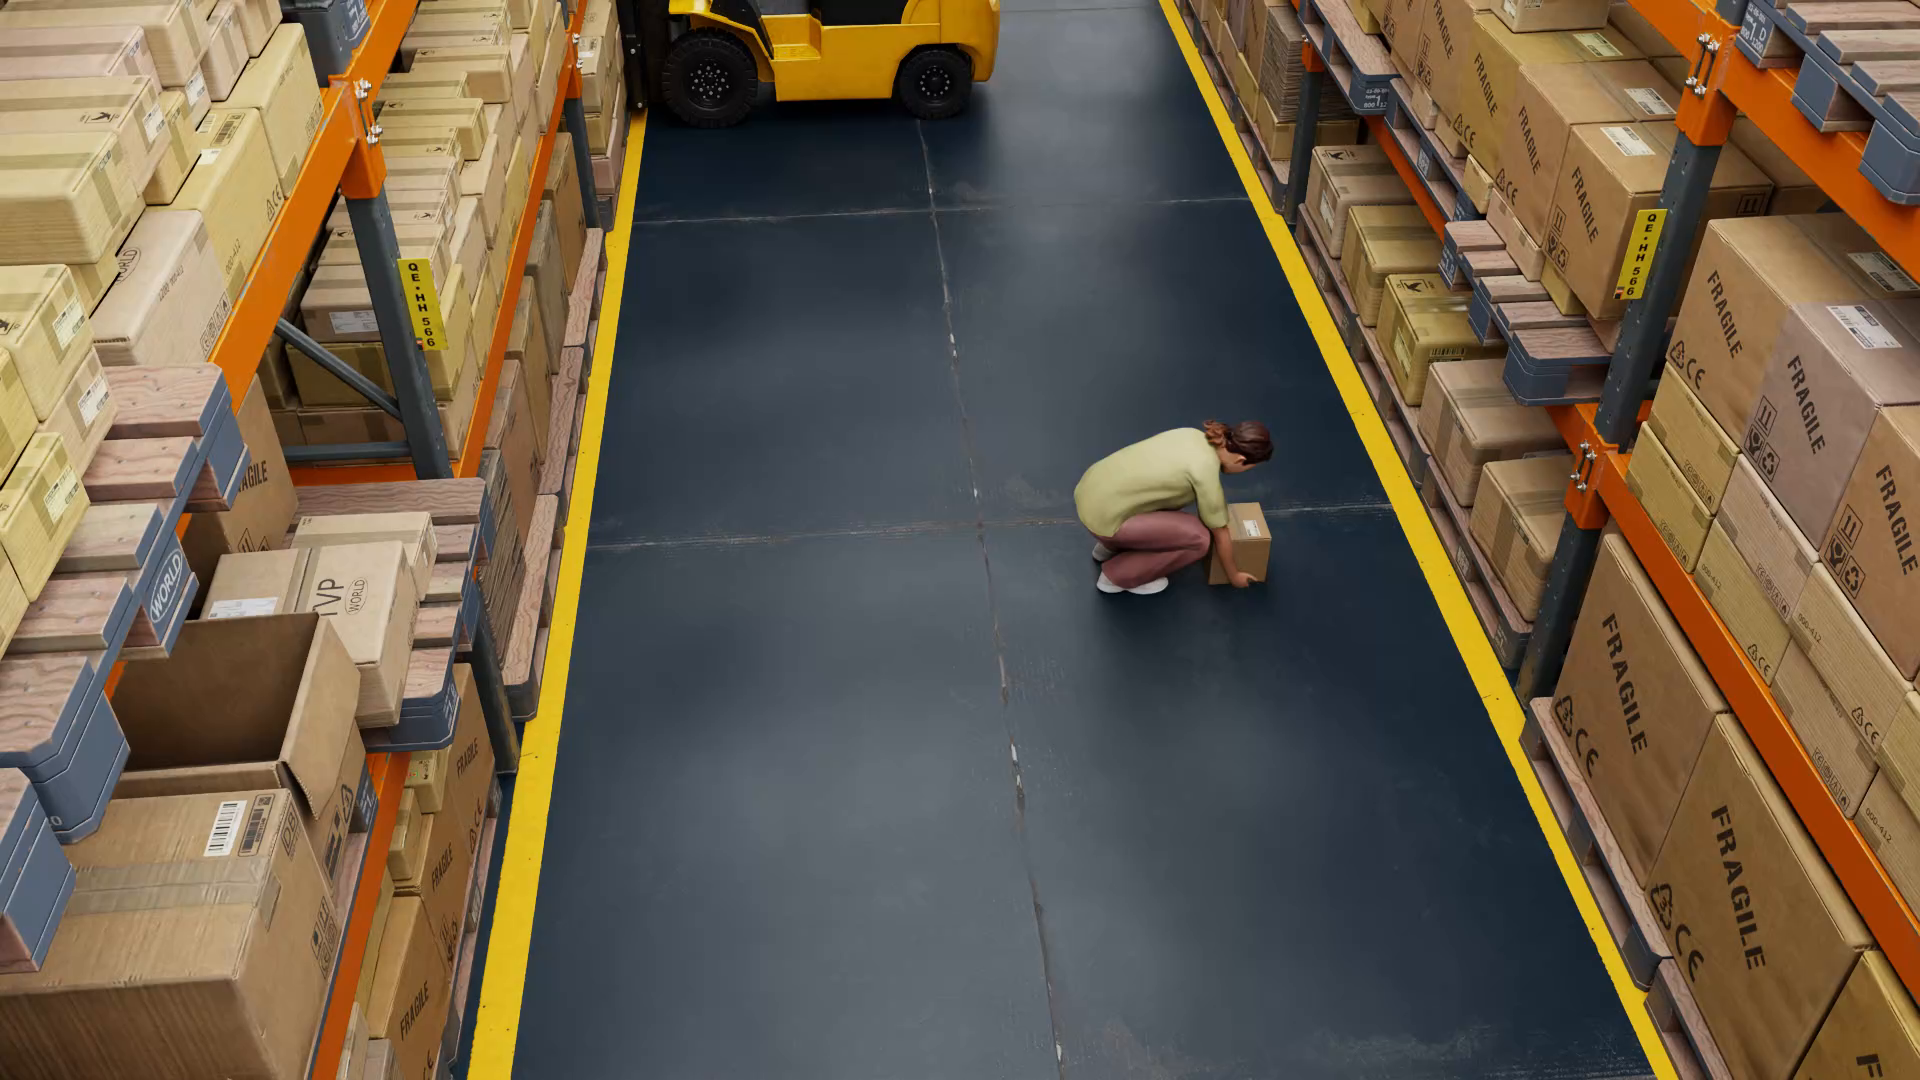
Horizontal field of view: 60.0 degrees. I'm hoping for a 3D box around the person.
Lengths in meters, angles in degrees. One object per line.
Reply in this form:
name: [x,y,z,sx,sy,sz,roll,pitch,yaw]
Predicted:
person: [0.903,-0.139,7.119,0.836,0.816,0.471,-4,39,-4]
